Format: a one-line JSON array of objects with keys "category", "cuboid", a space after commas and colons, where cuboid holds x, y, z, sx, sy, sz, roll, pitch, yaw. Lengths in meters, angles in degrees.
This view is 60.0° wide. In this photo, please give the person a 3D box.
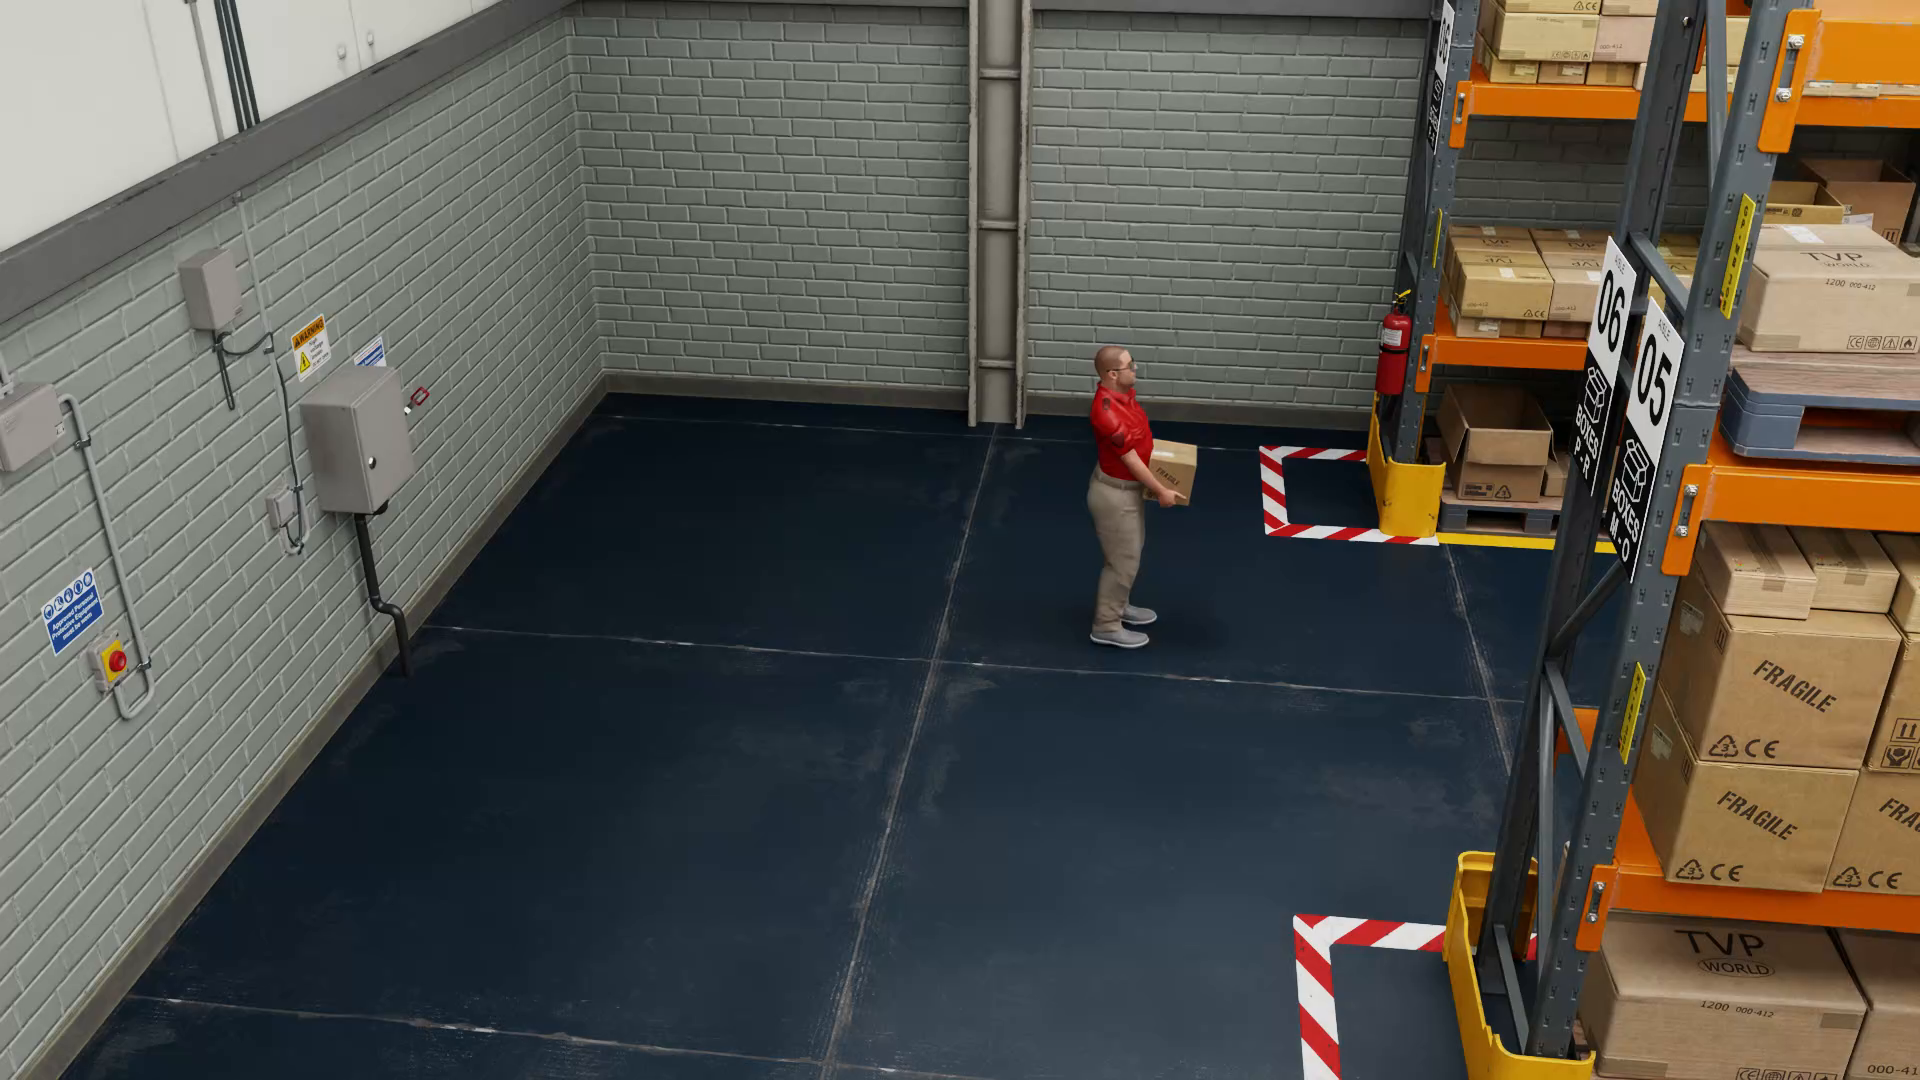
[{"category": "person", "cuboid": [0.967, -0.248, 9.116, 0.538, 1.712, 0.493, 4, 28, 7]}]
